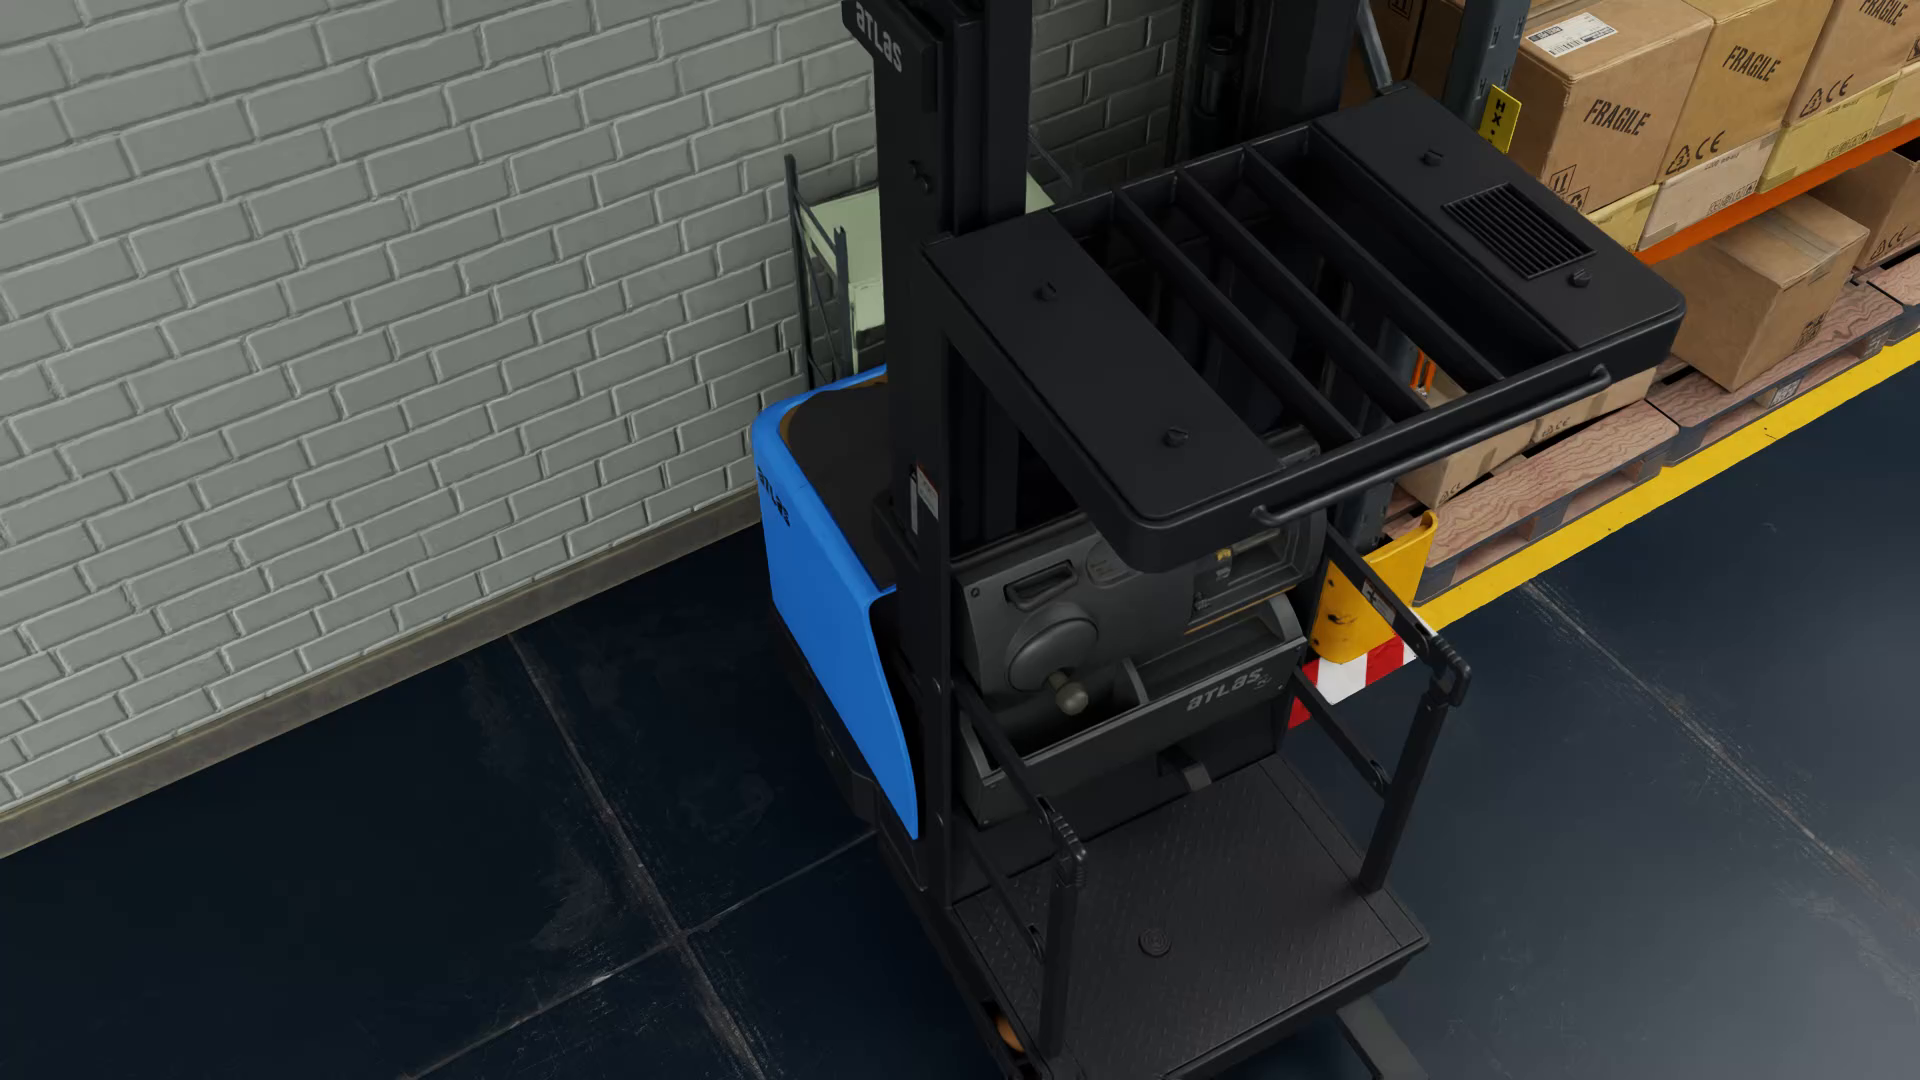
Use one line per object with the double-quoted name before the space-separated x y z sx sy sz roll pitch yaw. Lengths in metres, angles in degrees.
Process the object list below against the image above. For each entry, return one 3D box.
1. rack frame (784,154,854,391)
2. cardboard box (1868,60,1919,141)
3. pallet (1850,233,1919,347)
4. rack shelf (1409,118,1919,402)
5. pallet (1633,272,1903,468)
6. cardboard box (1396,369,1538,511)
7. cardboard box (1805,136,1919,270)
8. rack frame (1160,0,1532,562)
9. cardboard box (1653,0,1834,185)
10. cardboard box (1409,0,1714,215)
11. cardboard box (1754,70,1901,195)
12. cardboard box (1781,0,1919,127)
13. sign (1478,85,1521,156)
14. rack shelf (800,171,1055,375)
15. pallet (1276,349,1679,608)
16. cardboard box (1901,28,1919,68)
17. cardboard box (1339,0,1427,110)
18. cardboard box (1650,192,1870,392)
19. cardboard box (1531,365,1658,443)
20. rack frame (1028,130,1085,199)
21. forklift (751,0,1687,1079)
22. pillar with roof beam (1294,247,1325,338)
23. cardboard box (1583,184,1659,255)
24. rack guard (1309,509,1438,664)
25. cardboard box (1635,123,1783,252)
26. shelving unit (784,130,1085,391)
"rack frame" -0.402 -0.459 5.155 0.023 1.500 0.400 -20 51 -17
"cardboard box" 2.856 -1.551 5.210 0.500 0.250 0.500 -25 53 -20
"pallet" 3.814 -1.362 6.822 1.213 0.211 1.003 -25 53 -21
"rack shelf" 2.671 -1.543 5.597 4.000 0.370 1.077 -25 53 -21
"pallet" 2.781 -0.873 6.386 1.213 0.211 1.003 -25 53 -21
"cardboard box" 1.613 -0.456 5.654 0.500 0.311 0.500 -31 55 -25
"cardboard box" 3.506 -1.456 6.417 0.500 0.500 0.500 -29 54 -23
"rack frame" 0.980 -0.986 4.619 0.127 3.000 1.000 -25 53 -21
"cardboard box" 1.967 -1.383 4.558 0.500 0.500 0.500 -25 53 -21
"cardboard box" 1.544 -1.192 4.388 0.500 0.500 0.500 -25 53 -21
"cardboard box" 2.427 -1.351 5.032 0.500 0.250 0.500 -26 53 -21
"cardboard box" 2.408 -1.585 4.737 0.500 0.500 0.500 -27 54 -22
"sign" 1.269 -0.931 3.991 0.005 0.325 0.100 -25 53 -21
"rack shelf" -0.072 -0.837 4.968 0.720 0.370 0.431 -20 51 -17
"pallet" 1.750 -0.390 5.956 1.213 0.211 1.003 -25 53 -21
"cardboard box" 2.838 -1.798 4.927 0.500 0.500 0.500 -24 52 -20
"cardboard box" 1.265 -1.514 4.674 0.500 0.500 0.500 -26 53 -21
"cardboard box" 2.742 -1.007 6.018 0.500 0.500 0.700 -28 54 -23
"cardboard box" 2.095 -0.684 5.856 0.500 0.311 0.500 -21 52 -18
"rack frame" 0.258 -0.695 5.365 0.023 1.500 0.400 -20 51 -17
"forklift" 0.535 0.183 3.625 1.130 2.935 3.031 -22 52 -18
"pillar with roof beam" 3.407 -1.087 0.692 0.400 9.000 9.100 -25 53 -21
"cardboard box" 1.562 -0.936 4.662 0.500 0.250 0.500 -27 54 -22
"rack guard" 1.044 -0.184 5.580 0.348 0.500 1.175 -25 53 -21
"cardboard box" 1.993 -1.152 4.854 0.500 0.250 0.500 -27 54 -22
"shelving unit" -0.072 -0.577 5.260 0.755 1.500 0.431 -20 51 -17
